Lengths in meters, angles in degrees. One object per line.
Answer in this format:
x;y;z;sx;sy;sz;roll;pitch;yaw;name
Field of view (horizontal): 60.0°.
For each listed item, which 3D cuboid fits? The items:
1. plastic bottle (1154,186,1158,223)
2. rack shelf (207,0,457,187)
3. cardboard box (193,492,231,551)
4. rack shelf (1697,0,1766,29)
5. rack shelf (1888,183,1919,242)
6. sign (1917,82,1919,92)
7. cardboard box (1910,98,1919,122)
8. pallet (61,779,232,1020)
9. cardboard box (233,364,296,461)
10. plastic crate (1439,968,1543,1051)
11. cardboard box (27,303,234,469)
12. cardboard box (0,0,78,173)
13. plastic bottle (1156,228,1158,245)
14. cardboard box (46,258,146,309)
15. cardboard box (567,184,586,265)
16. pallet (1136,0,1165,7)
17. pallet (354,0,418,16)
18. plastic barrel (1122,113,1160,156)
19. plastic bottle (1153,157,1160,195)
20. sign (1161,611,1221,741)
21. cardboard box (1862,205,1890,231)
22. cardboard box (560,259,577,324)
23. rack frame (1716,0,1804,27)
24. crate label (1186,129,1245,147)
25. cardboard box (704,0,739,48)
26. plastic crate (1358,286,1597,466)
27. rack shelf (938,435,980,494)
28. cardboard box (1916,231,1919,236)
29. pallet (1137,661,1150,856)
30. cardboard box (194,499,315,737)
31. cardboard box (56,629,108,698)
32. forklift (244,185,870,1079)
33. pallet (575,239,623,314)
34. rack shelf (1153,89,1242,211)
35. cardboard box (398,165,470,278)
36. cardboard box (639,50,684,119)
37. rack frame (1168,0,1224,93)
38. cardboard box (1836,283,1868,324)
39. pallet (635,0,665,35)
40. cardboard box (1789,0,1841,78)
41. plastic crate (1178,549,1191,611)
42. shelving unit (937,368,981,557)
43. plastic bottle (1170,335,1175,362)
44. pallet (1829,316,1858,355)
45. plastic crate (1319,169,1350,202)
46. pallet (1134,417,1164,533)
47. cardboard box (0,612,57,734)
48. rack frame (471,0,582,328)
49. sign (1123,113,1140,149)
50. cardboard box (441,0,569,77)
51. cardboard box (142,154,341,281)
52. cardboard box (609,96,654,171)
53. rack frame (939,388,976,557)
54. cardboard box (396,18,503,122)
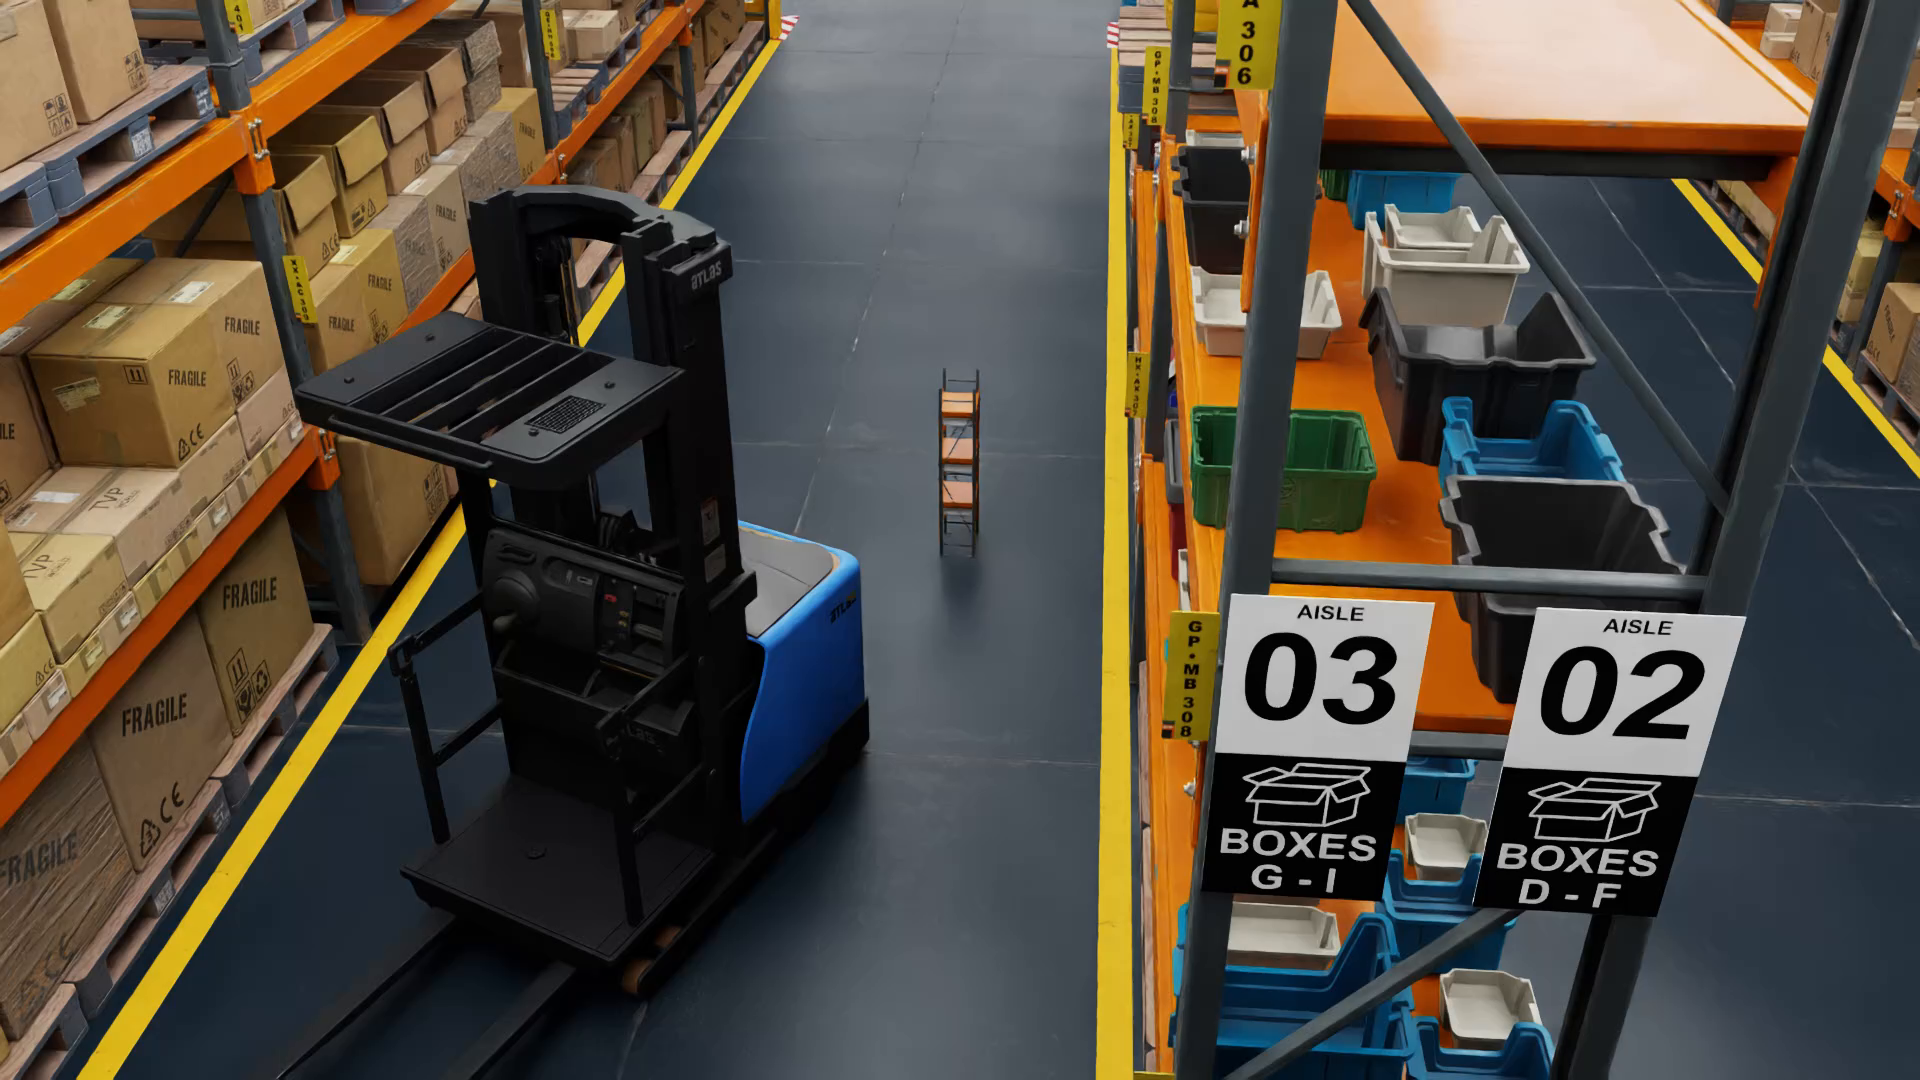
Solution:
1.227;-2.079;10.156;0.061;0.283;0.133;2;32;4;plastic bottle
-3.421;-2.788;9.021;1.077;0.370;4.000;2;32;4;rack shelf
-3.345;-0.087;7.053;0.380;0.149;0.250;3;32;5;cardboard box
7.104;-5.269;15.906;1.077;0.370;4.000;2;32;4;rack shelf
6.452;-1.086;9.118;1.077;0.370;4.000;2;32;4;rack shelf
6.062;-2.953;10.359;0.100;0.325;0.005;2;32;4;sign
6.881;-2.859;11.396;0.500;0.311;0.500;2;32;3;cardboard box
-3.820;1.450;6.976;1.003;0.211;1.213;2;32;4;pallet
-3.358;-0.592;7.491;0.500;0.250;0.500;2;32;3;cardboard box
1.484;1.340;4.692;0.250;0.136;0.298;2;32;4;plastic crate
-3.399;-0.640;6.854;0.500;0.500;0.500;3;32;4;cardboard box
-3.636;-1.619;5.849;0.700;0.500;0.500;4;32;6;cardboard box
1.209;-1.841;9.782;0.097;0.271;0.097;0;32;0;plastic bottle
-3.877;-0.914;7.298;0.500;0.500;0.500;2;32;4;cardboard box
-3.223;-2.337;12.427;0.700;0.500;0.500;1;32;1;cardboard box
1.409;-2.763;8.476;1.003;0.211;1.213;2;32;4;pallet
-3.346;-3.135;9.080;1.003;0.211;1.213;4;32;6;pallet
1.414;-2.965;11.352;0.600;0.536;0.708;2;32;4;plastic barrel
1.284;-2.324;10.566;0.097;0.271;0.097;0;32;0;plastic bottle
0.478;0.285;3.450;0.100;0.325;0.005;2;32;4;sign
6.448;-2.241;11.994;0.500;0.311;0.500;2;32;3;cardboard box
-3.335;-1.777;11.180;1.225;0.875;0.875;1;32;2;cardboard box
6.941;-4.529;14.021;1.000;3.000;0.127;2;32;4;rack frame
1.025;-1.481;6.466;0.293;0.136;0.466;2;32;4;crate label
-2.689;-5.521;17.612;0.500;0.500;0.500;11;33;17;cardboard box
1.426;-0.506;4.692;0.504;0.338;0.767;2;32;4;plastic crate
-0.004;-0.410;9.215;0.215;0.259;0.240;2;32;4;rack shelf
6.950;-1.946;11.515;0.500;0.311;0.500;3;32;6;cardboard box
1.332;1.014;7.684;1.003;0.211;1.213;2;32;4;pallet
-3.717;0.296;7.815;0.875;0.875;0.875;2;32;4;cardboard box
-3.428;0.452;6.178;0.380;0.149;0.250;2;32;3;cardboard box
-1.567;0.294;6.260;1.130;2.935;3.031;16;35;24;forklift
-3.193;-2.084;12.711;1.003;0.211;1.213;2;32;4;pallet
1.516;-2.576;8.678;1.077;0.370;4.000;2;32;4;rack shelf
-3.179;-1.839;9.559;0.500;0.500;0.500;3;32;5;cardboard box
-2.860;-4.276;15.593;0.500;0.500;0.500;2;32;2;cardboard box
1.353;-3.114;6.005;1.000;3.000;0.127;2;32;4;rack frame
6.415;-1.731;11.701;0.500;0.250;0.500;3;32;5;cardboard box
-3.140;-4.479;14.122;1.003;0.211;1.213;2;32;4;pallet
6.819;-3.895;12.897;0.500;0.500;0.500;5;32;8;cardboard box
1.045;0.256;6.312;0.437;0.282;0.530;2;32;4;plastic crate
-0.004;-0.419;9.209;0.215;1.050;0.252;2;32;4;shelving unit
1.036;-0.853;8.166;0.061;0.283;0.133;2;32;4;plastic bottle
6.721;-1.679;12.054;1.003;0.211;1.213;2;32;4;pallet
1.620;-1.512;6.467;0.450;0.188;0.662;2;32;4;plastic crate
1.554;-0.414;10.001;1.003;0.211;1.213;2;32;4;pallet
-3.521;0.484;5.746;0.500;0.250;0.500;1;32;2;cardboard box
-3.258;-2.863;11.316;1.000;3.000;0.127;2;32;4;rack frame
1.130;-2.740;10.963;0.100;0.325;0.005;2;32;4;sign
-3.308;-3.664;12.122;0.700;0.500;0.500;7;32;11;cardboard box
-3.540;-1.575;8.176;0.797;0.503;0.637;2;32;3;cardboard box
-3.061;-3.509;14.328;0.700;0.500;0.500;2;32;4;cardboard box
-0.014;-0.355;9.106;0.200;1.050;0.008;2;32;4;rack frame
-3.334;-2.951;10.408;0.797;0.503;0.637;3;32;6;cardboard box
